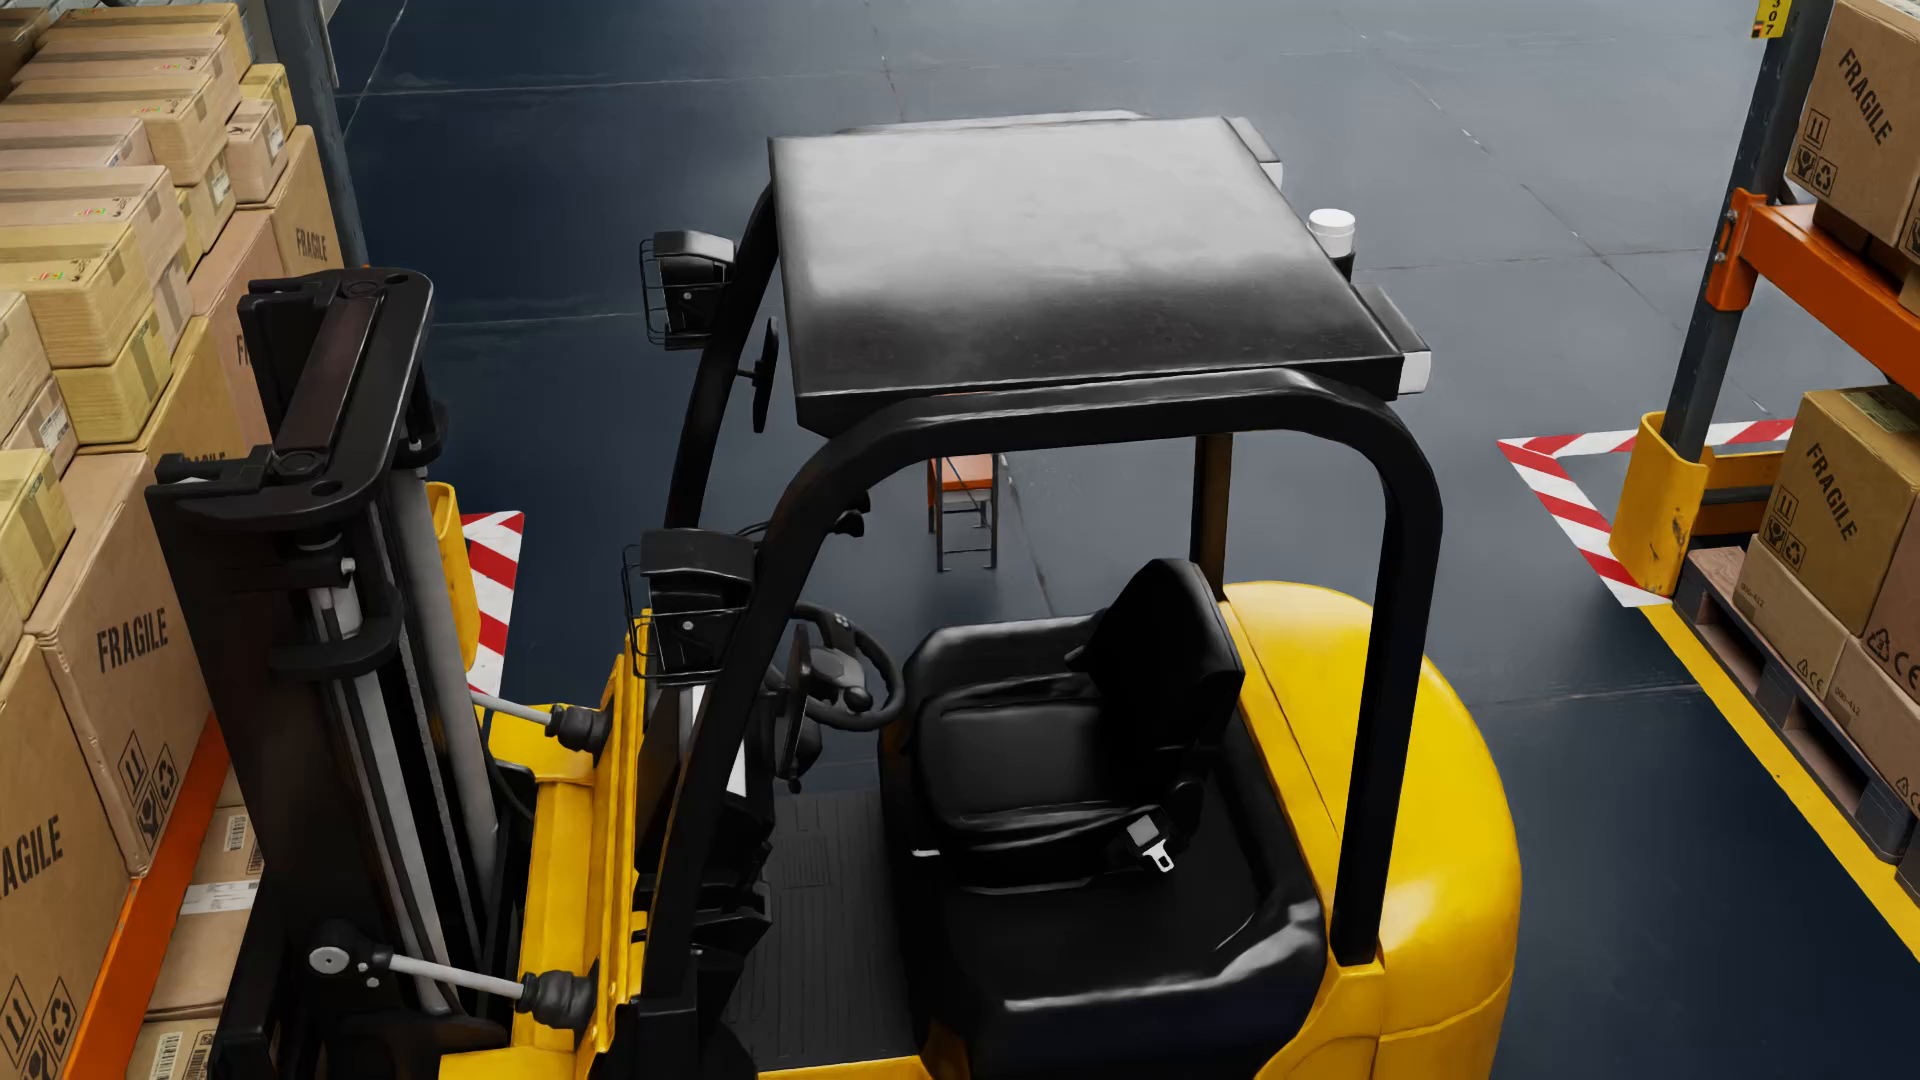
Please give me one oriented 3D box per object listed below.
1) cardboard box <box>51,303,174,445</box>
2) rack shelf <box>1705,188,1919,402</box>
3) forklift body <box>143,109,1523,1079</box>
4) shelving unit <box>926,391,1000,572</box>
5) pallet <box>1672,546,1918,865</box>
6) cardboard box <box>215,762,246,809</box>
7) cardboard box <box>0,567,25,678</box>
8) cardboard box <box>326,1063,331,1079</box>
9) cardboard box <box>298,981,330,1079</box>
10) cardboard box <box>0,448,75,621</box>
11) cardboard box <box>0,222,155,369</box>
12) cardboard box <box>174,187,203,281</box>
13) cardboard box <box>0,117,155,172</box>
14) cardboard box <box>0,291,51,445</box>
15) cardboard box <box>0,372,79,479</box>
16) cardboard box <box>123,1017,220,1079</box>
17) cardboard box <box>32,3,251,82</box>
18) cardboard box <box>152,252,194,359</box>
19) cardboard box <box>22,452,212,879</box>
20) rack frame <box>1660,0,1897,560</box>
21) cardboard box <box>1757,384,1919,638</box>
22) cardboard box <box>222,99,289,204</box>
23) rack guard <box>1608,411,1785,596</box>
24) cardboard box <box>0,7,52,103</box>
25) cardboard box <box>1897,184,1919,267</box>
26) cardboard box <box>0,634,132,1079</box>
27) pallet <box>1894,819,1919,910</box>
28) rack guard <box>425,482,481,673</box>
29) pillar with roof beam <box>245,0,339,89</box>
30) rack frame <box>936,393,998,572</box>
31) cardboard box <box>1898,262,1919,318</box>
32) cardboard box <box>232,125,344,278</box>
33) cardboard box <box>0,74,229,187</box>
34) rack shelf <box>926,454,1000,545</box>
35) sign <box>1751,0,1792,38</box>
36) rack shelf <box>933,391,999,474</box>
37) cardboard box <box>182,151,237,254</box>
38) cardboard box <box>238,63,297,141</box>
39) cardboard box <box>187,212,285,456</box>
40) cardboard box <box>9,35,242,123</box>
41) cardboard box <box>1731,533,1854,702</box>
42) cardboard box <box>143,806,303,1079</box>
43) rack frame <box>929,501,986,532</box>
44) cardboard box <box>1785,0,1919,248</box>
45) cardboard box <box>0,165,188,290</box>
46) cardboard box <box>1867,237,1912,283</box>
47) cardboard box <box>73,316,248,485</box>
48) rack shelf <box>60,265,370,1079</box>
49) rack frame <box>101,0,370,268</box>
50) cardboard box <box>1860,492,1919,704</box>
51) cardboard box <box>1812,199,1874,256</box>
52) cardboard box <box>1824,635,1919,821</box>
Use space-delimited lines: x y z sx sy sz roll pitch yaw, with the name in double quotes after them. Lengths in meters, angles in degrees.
-1.585 -0.279 2.831 0.380 0.149 0.250 -4 34 -6 "cardboard box"
3.081 0.179 3.462 1.077 0.370 4.000 -4 35 -6 "rack shelf"
-0.043 0.415 3.231 2.313 2.155 1.214 -4 35 -6 "forklift body"
0.007 -0.404 5.411 0.215 1.050 0.252 -4 35 -6 "shelving unit"
2.896 0.417 4.951 1.003 0.211 1.213 -4 35 -6 "pallet"
-1.583 0.492 3.545 0.500 0.250 0.500 -4 34 -6 "cardboard box"
-1.494 0.153 2.198 0.380 0.149 0.250 -5 35 -8 "cardboard box"
-1.522 1.191 3.407 0.500 0.250 0.500 -3 34 -5 "cardboard box"
-1.520 0.995 3.251 0.500 0.250 0.500 -4 35 -7 "cardboard box"
-1.539 0.005 2.415 0.380 0.149 0.250 -5 35 -7 "cardboard box"
-1.578 -0.400 2.744 0.380 0.149 0.250 -4 34 -5 "cardboard box"
-1.722 -0.564 3.249 0.380 0.149 0.250 -5 35 -7 "cardboard box"
-1.763 -0.681 3.156 0.380 0.149 0.250 -4 34 -6 "cardboard box"
-1.637 -0.249 2.523 0.380 0.149 0.250 -4 34 -6 "cardboard box"
-1.641 -0.133 2.617 0.380 0.149 0.250 -5 35 -7 "cardboard box"
-1.459 1.069 2.698 0.500 0.250 0.500 -3 34 -5 "cardboard box"
-1.849 -1.104 3.778 0.380 0.149 0.250 -4 35 -6 "cardboard box"
-1.639 -0.419 3.036 0.380 0.149 0.250 -5 35 -8 "cardboard box"
-1.571 0.213 2.685 0.500 0.500 0.500 -4 34 -6 "cardboard box"
2.812 -1.234 4.897 1.000 3.000 0.127 -4 35 -6 "rack frame"
2.650 -0.097 4.631 0.500 0.500 0.500 -5 35 -8 "cardboard box"
-1.718 -0.853 3.673 0.380 0.149 0.250 -4 34 -6 "cardboard box"
2.822 -0.159 5.539 1.175 0.500 0.348 -4 35 -6 "rack guard"
-2.273 -1.085 3.749 0.380 0.149 0.250 -5 35 -7 "cardboard box"
2.674 -0.824 3.943 0.500 0.500 0.500 -3 34 -5 "cardboard box"
-1.525 0.496 2.270 0.500 0.500 0.500 -5 35 -7 "cardboard box"
3.057 1.096 3.954 1.003 0.211 1.213 -4 35 -6 "pallet"
-2.109 0.164 5.066 1.175 0.500 0.348 -4 35 -6 "rack guard"
0.553 -6.552 7.374 9.100 9.000 0.400 -4 35 -6 "pillar with roof beam"
0.024 -0.336 5.311 0.200 1.050 0.008 -4 35 -6 "rack frame"
2.656 -0.631 4.235 0.380 0.149 0.250 -5 35 -8 "cardboard box"
-1.780 -0.643 3.940 0.500 0.500 0.500 -5 35 -7 "cardboard box"
-1.723 -0.825 3.368 0.380 0.149 0.250 -4 34 -5 "cardboard box"
0.007 -0.166 5.573 0.215 0.259 0.240 -4 35 -6 "rack shelf"
2.274 -1.551 4.593 0.100 0.325 0.005 -4 35 -6 "sign"
0.007 -0.395 5.416 0.215 0.259 0.240 -4 35 -6 "rack shelf"
-1.744 -0.703 3.454 0.380 0.149 0.250 -4 34 -5 "cardboard box"
-1.782 -0.993 3.879 0.380 0.149 0.250 -4 34 -6 "cardboard box"
-1.719 -0.352 3.515 0.500 0.500 0.500 -3 34 -5 "cardboard box"
-1.785 -0.969 3.579 0.380 0.149 0.250 -4 35 -6 "cardboard box"
2.646 0.200 4.862 0.500 0.250 0.500 -5 35 -7 "cardboard box"
-1.522 0.776 3.129 0.500 0.250 0.500 -5 35 -7 "cardboard box"
-0.009 -0.472 5.510 0.200 1.050 0.008 -4 35 -6 "rack frame"
2.601 -1.113 4.366 0.500 0.500 0.500 -5 35 -7 "cardboard box"
-1.618 -0.544 2.955 0.380 0.149 0.250 -4 34 -5 "cardboard box"
2.701 -0.785 4.461 0.380 0.149 0.250 -4 34 -6 "cardboard box"
-1.650 -0.066 3.095 0.500 0.500 0.500 -5 35 -7 "cardboard box"
-1.837 0.557 2.907 1.077 0.370 4.000 -4 35 -6 "rack shelf"
-2.106 -0.856 4.342 1.000 3.000 0.127 -4 35 -6 "rack frame"
2.725 0.195 4.204 0.500 0.500 0.500 -6 35 -8 "cardboard box"
2.653 -0.925 4.667 0.380 0.149 0.250 -4 35 -6 "cardboard box"
2.708 0.485 4.443 0.500 0.250 0.500 -3 34 -5 "cardboard box"
